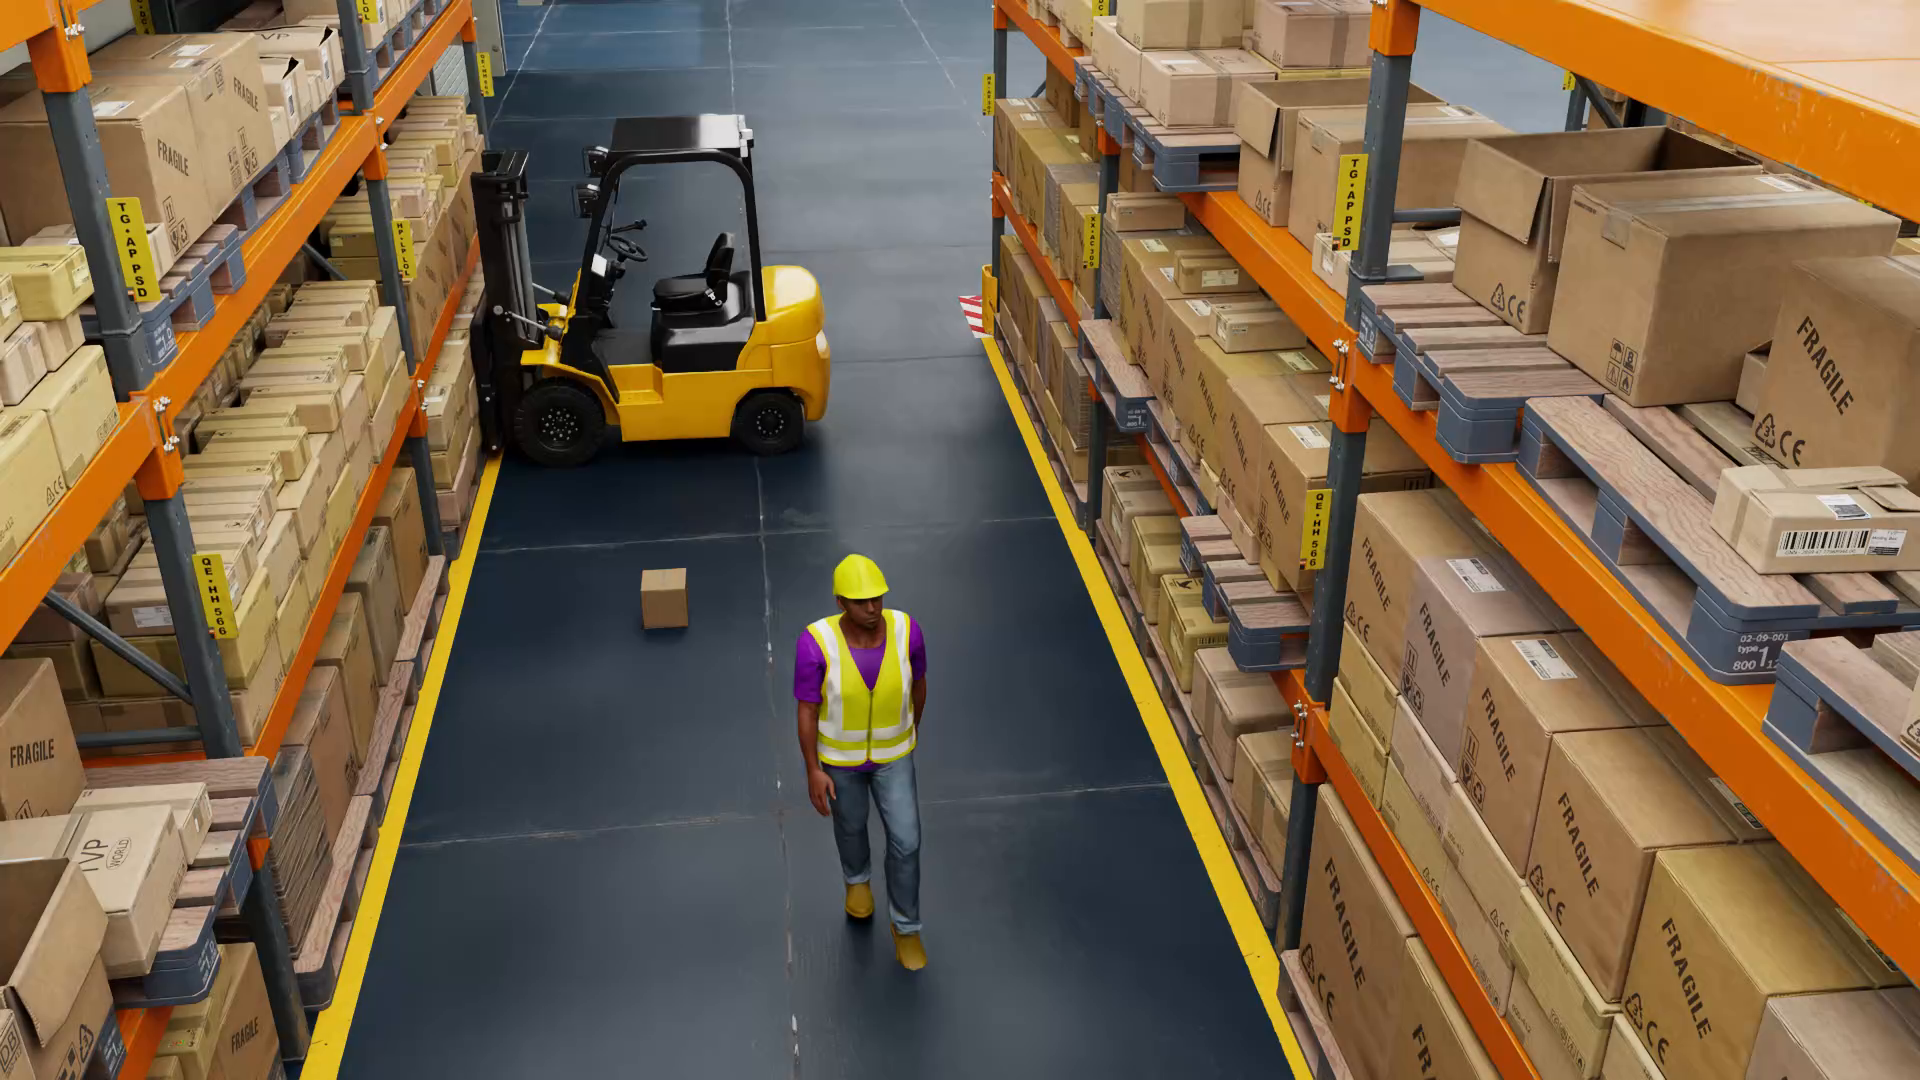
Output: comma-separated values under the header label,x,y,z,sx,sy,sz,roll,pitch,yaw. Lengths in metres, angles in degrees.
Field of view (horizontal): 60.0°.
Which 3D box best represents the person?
label,x,y,z,sx,sy,sz,roll,pitch,yaw
person,-0.383,0.921,6.831,0.563,1.833,0.653,-5,27,-10
